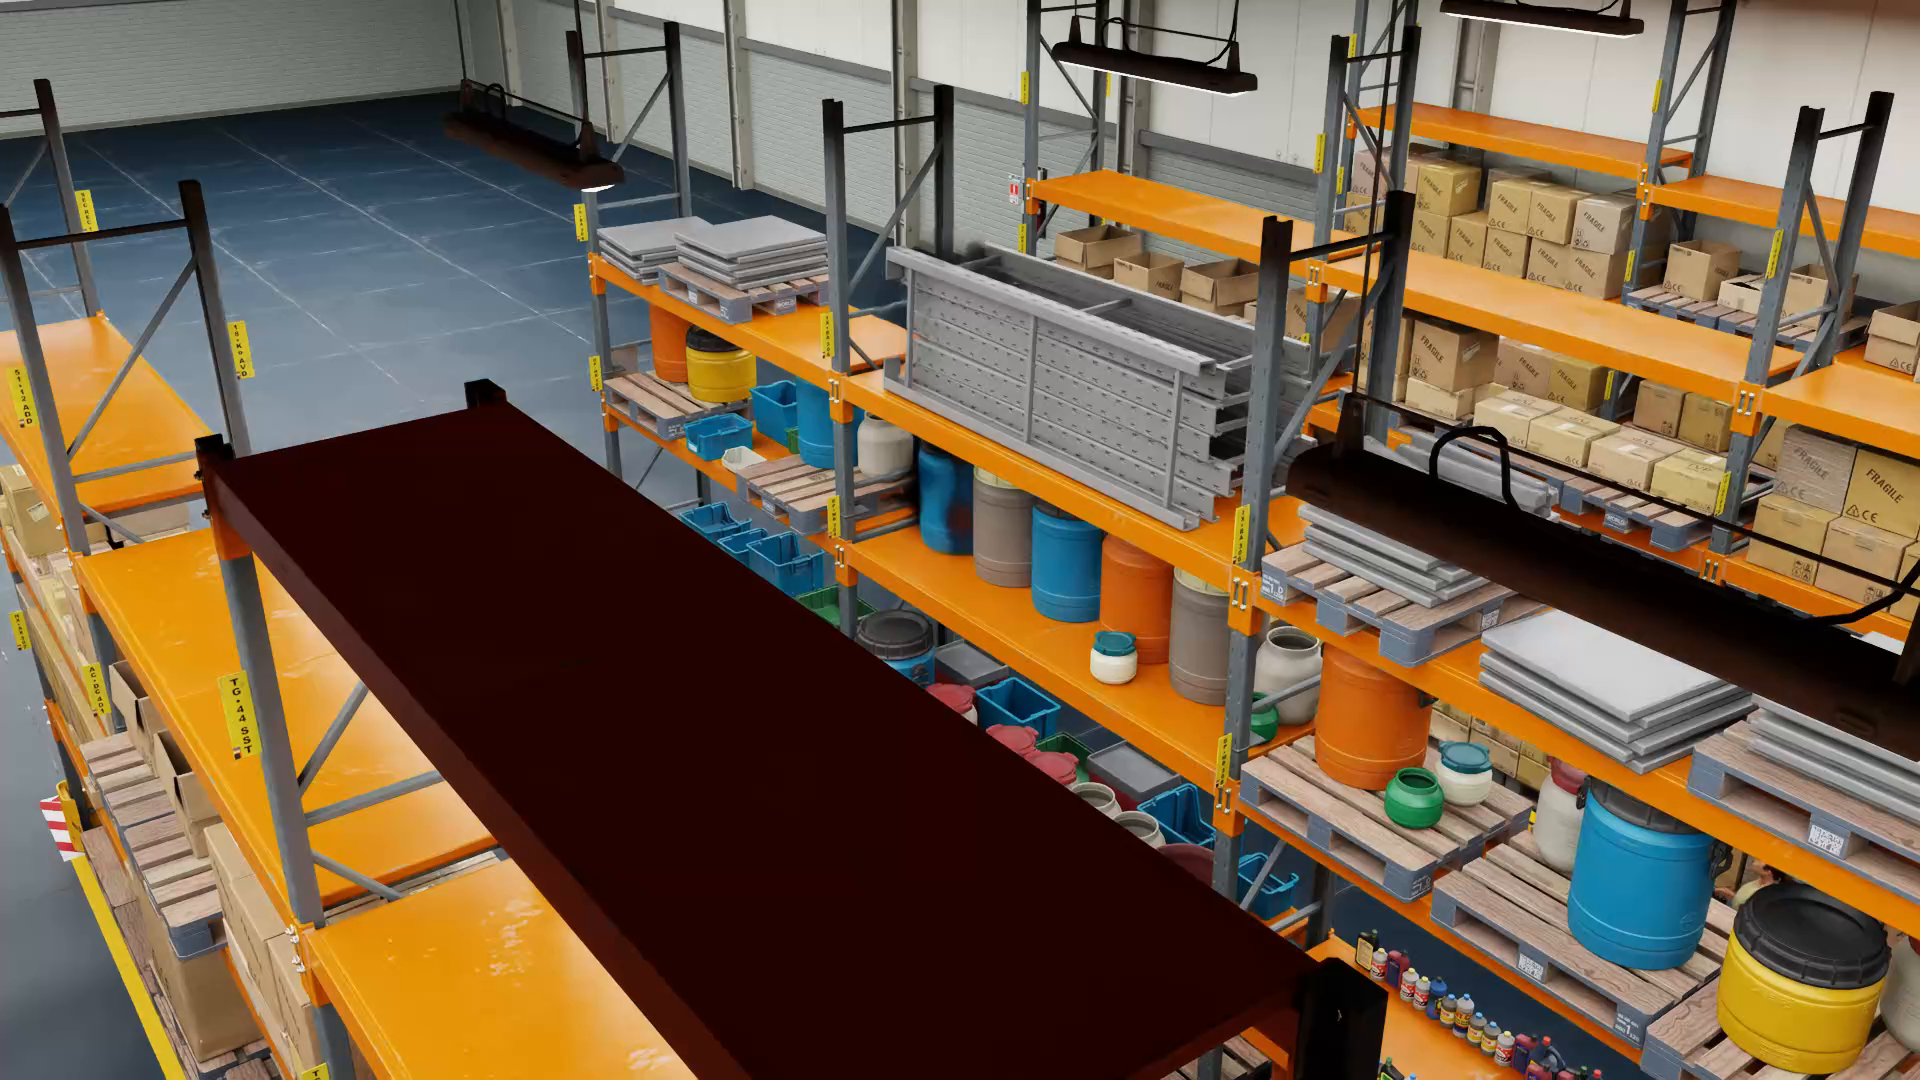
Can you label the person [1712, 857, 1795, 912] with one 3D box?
[{"bbox_3d":[5.261,2.730,11.068,0.580,1.644,0.946,-23,33,-40],"label":"person"}]
